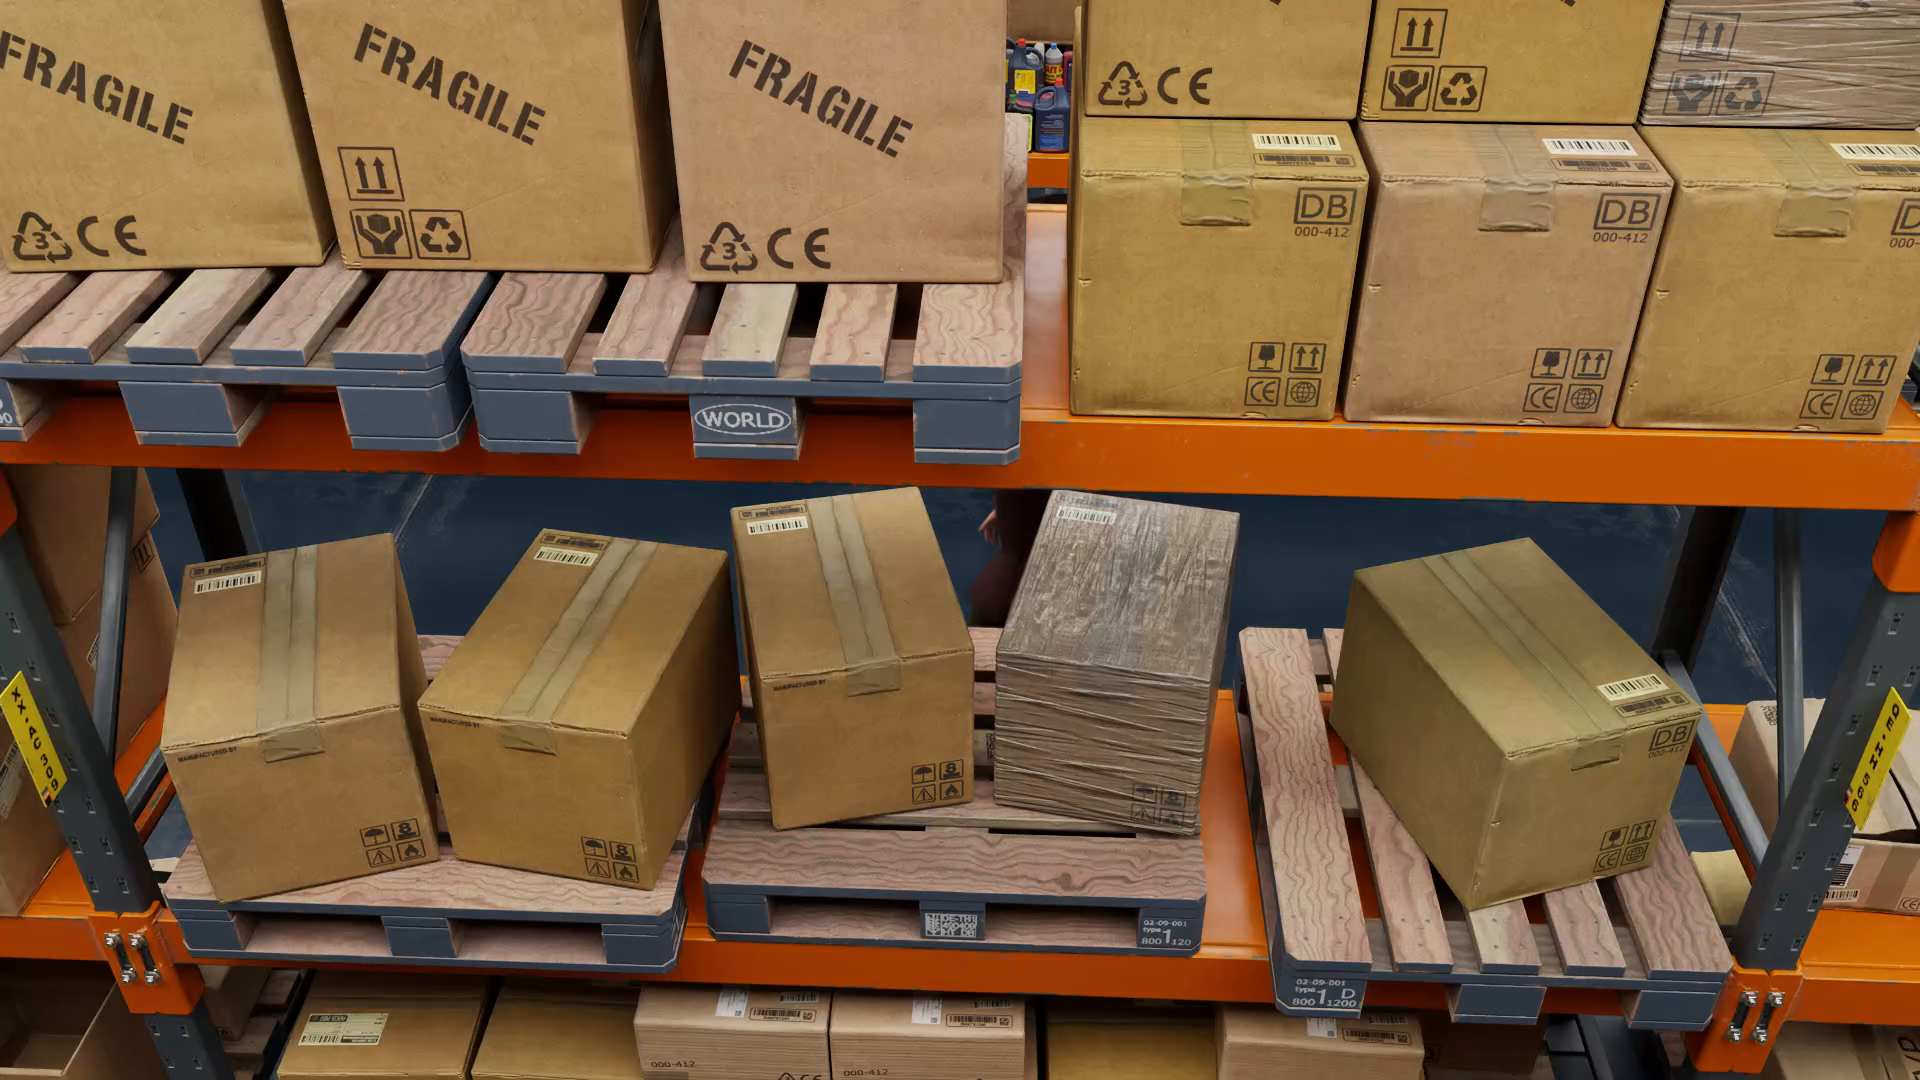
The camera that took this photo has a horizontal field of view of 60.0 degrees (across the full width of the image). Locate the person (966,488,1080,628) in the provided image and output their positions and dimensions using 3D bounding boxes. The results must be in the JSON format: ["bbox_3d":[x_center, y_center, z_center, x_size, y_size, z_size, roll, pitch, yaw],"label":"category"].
[{"bbox_3d":[0.314,0.018,6.144,1.126,1.734,0.607,-1,35,-1],"label":"person"}]
